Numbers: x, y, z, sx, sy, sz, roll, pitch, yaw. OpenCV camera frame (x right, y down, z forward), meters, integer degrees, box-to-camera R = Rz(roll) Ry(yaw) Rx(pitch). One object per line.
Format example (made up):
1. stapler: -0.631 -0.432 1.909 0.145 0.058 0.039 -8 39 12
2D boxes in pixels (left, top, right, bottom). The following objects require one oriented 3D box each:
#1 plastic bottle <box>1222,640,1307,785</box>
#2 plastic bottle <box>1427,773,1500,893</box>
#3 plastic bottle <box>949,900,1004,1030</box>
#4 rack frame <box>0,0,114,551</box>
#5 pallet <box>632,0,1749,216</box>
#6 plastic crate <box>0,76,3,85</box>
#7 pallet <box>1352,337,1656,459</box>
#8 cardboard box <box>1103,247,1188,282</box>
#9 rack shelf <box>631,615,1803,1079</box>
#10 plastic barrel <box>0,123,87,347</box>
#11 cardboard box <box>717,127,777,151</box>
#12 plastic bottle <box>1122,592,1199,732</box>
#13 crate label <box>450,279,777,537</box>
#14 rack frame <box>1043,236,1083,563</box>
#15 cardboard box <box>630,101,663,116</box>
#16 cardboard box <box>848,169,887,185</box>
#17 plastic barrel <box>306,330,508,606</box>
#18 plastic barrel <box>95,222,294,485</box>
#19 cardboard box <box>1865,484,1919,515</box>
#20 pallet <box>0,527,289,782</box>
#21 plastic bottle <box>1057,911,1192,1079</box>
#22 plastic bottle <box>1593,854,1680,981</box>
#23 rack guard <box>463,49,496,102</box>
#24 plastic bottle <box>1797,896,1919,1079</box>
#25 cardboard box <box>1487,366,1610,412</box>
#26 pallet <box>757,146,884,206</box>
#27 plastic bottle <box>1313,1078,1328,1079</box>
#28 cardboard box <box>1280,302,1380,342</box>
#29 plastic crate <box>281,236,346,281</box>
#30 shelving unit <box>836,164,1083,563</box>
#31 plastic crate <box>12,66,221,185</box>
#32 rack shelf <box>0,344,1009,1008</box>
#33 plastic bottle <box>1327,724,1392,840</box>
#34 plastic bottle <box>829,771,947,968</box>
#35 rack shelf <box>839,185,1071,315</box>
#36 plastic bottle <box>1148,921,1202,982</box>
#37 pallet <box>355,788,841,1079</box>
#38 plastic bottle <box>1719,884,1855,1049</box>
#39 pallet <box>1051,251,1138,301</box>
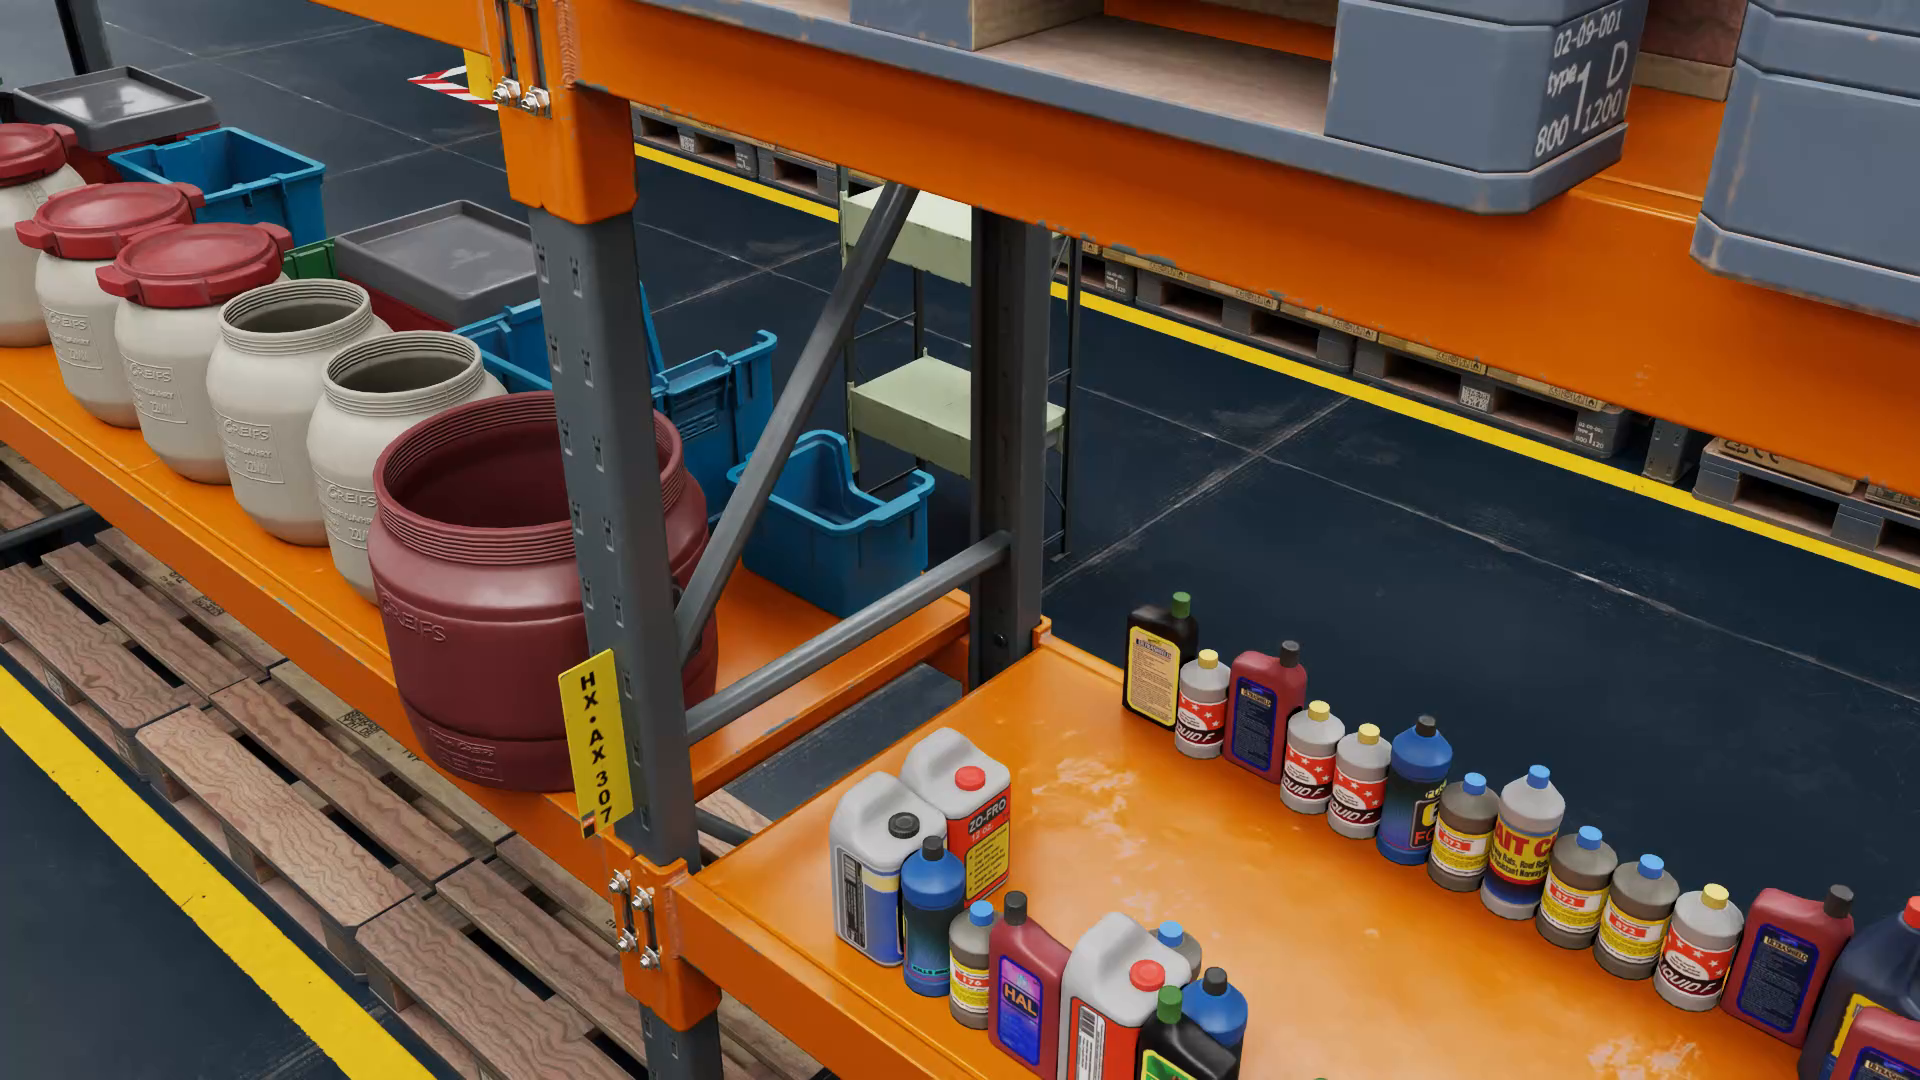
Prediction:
1. plastic bottle: 0.546 0.291 2.971 0.133 0.283 0.061 25 39 35
2. plastic bottle: 0.835 0.474 2.747 0.097 0.201 0.097 0 31 0
3. plastic bottle: 0.032 0.627 2.493 0.097 0.201 0.097 0 31 0
4. rack frame: -3.177 -1.200 5.335 0.127 3.000 1.000 25 39 35
5. pallet: 0.290 -0.718 1.809 1.213 0.211 1.003 25 39 35
6. plastic crate: -3.994 -1.687 6.350 0.662 0.188 0.450 25 39 35
7. pallet: 2.531 -0.814 7.397 1.213 0.211 1.003 25 39 35
8. cardboard box: 1.046 -1.505 8.100 0.500 0.250 0.500 24 38 34
9. rack shelf: 1.271 1.185 2.071 4.000 0.370 1.077 25 39 35
10. plastic barrel: -2.615 -0.843 4.611 0.433 0.535 0.433 0 31 0
11. cardboard box: -1.086 -2.516 9.780 0.500 0.250 0.500 25 39 35
12. plastic bottle: 0.375 0.211 3.104 0.133 0.283 0.061 25 39 35
13. crate label: -0.767 -0.278 3.769 0.616 0.435 0.502 25 39 35
14. rack frame: 0.266 -0.518 5.657 0.023 1.500 0.400 25 39 35
15. cardboard box: -1.825 -2.864 10.357 0.500 0.250 0.500 25 39 35
16. cardboard box: -0.341 -2.172 9.208 0.500 0.250 0.500 25 39 35
17. plastic barrel: -1.118 -0.138 3.463 0.421 0.512 0.421 0 31 0
18. plastic barrel: -1.750 -0.440 3.940 0.433 0.535 0.433 0 31 0
19. cardboard box: 3.653 -0.380 5.970 0.500 0.500 0.500 23 38 33
20. pallet: -2.569 0.251 5.628 1.213 0.211 1.003 25 39 35
21. plastic bottle: 0.235 0.671 2.348 0.135 0.276 0.152 25 39 35
22. plastic bottle: 1.052 0.575 2.579 0.097 0.201 0.097 0 31 0
23. rack guard: -2.834 -3.415 11.438 0.348 0.500 1.175 25 39 35
24. plastic bottle: 1.312 0.649 2.312 0.185 0.351 0.144 25 39 35
25. cardboard box: 2.561 -0.799 6.928 0.500 0.250 0.500 26 40 36
26. pallet: -0.412 -2.190 9.682 1.213 0.211 1.003 25 39 35
27. plastic bottle: 0.475 0.811 2.107 0.133 0.283 0.061 25 39 35
28. cardboard box: 1.806 -1.152 7.513 0.500 0.250 0.500 26 40 36
29. plastic crate: -1.697 -0.615 4.568 0.662 0.188 0.450 25 39 35
30. shelving unit: -0.005 -0.645 5.867 0.755 1.500 0.431 25 39 35
31. plastic crate: -2.613 -1.177 5.235 0.583 0.464 0.402 25 39 35
32. rack shelf: -1.695 -0.200 4.371 4.000 0.370 1.077 25 39 35
33. plastic bottle: 0.691 0.407 2.859 0.097 0.201 0.097 0 31 0
34. plastic bottle: -0.108 0.511 2.614 0.135 0.276 0.152 25 39 35
35. rack shelf: -0.005 -0.979 5.666 0.720 0.370 0.431 25 39 35
36. plastic bottle: 0.305 0.649 2.457 0.097 0.201 0.097 0 31 0
37. pallet: -0.760 1.096 4.225 1.213 0.211 1.003 25 39 35
38. plastic bottle: 1.222 0.607 2.447 0.133 0.283 0.061 25 39 35
39. pallet: 0.722 -1.658 8.800 1.213 0.211 1.003 25 39 35
